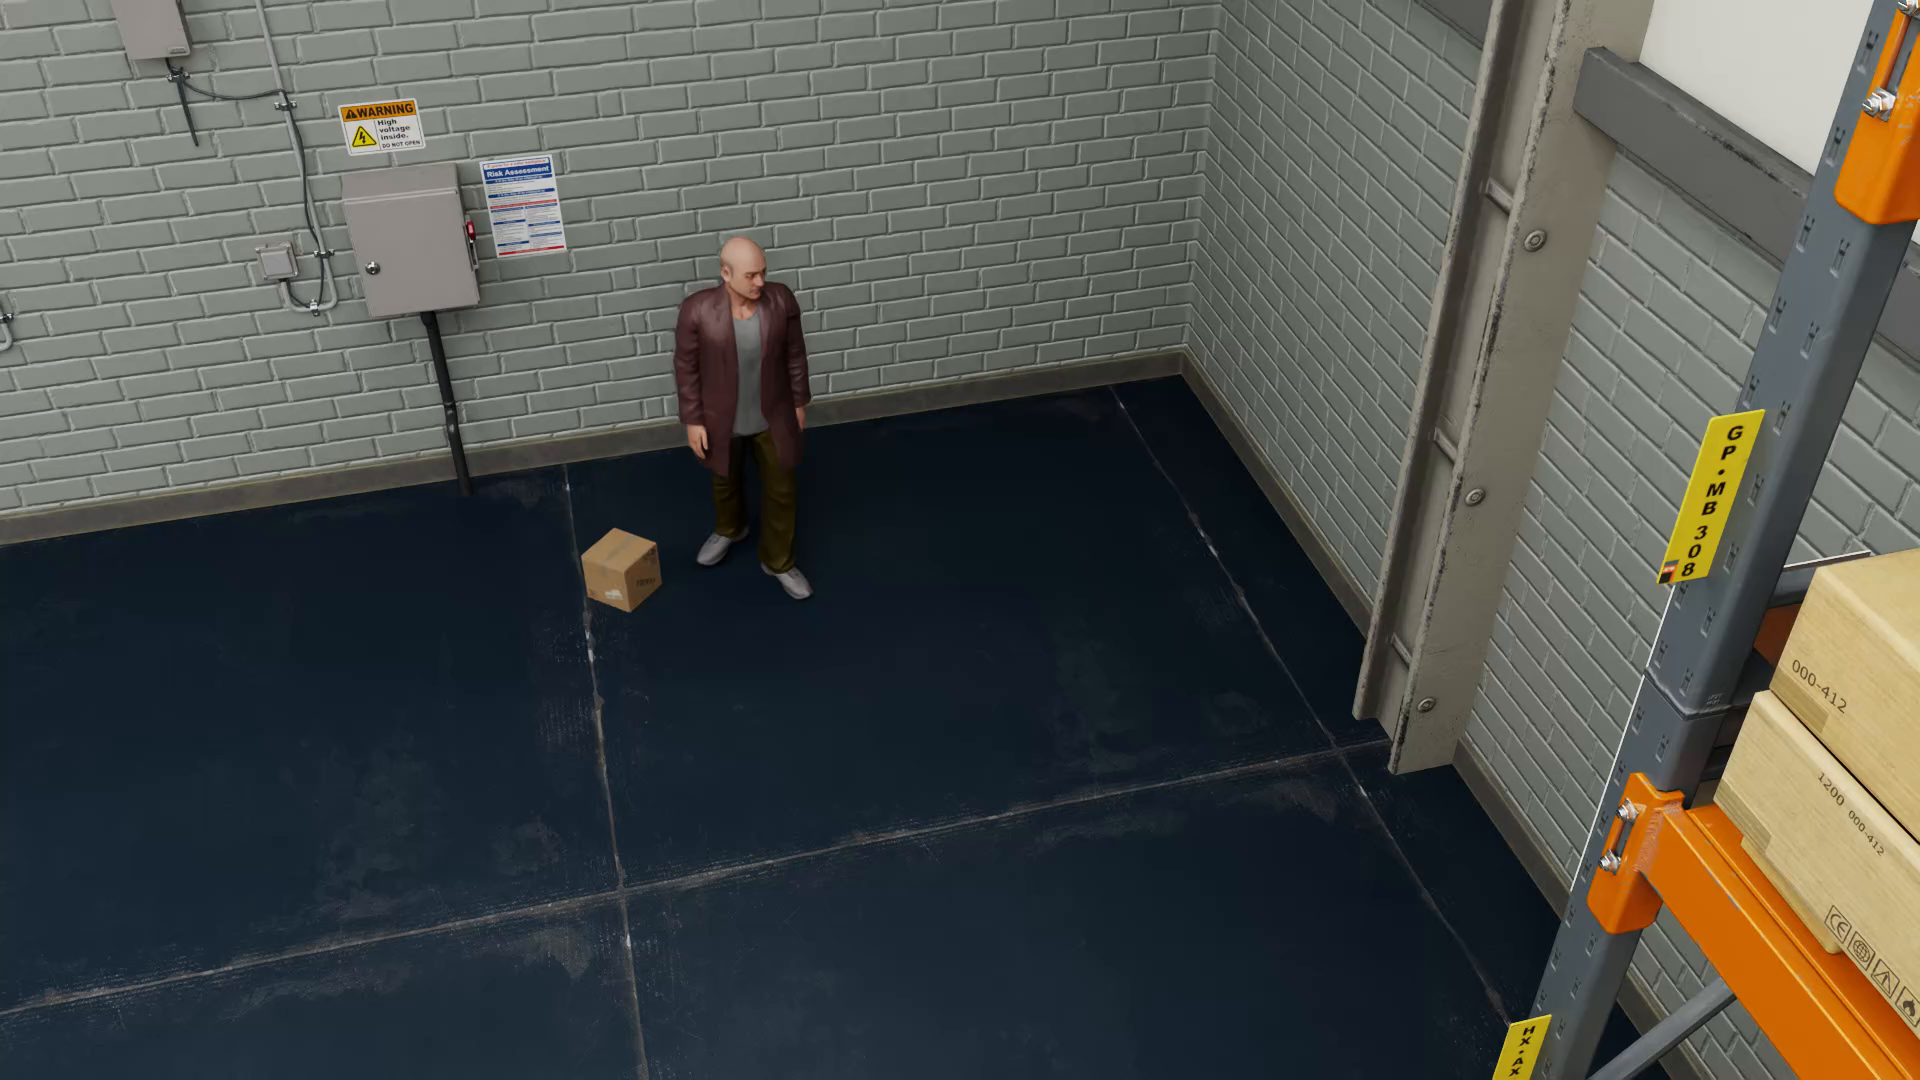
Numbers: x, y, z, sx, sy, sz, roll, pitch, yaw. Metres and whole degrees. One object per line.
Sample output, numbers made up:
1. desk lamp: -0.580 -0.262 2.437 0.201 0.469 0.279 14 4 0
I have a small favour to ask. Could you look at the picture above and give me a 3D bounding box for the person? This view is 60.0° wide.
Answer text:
1. person: -0.960 -0.568 7.462 0.599 1.779 0.620 -9 39 -11
